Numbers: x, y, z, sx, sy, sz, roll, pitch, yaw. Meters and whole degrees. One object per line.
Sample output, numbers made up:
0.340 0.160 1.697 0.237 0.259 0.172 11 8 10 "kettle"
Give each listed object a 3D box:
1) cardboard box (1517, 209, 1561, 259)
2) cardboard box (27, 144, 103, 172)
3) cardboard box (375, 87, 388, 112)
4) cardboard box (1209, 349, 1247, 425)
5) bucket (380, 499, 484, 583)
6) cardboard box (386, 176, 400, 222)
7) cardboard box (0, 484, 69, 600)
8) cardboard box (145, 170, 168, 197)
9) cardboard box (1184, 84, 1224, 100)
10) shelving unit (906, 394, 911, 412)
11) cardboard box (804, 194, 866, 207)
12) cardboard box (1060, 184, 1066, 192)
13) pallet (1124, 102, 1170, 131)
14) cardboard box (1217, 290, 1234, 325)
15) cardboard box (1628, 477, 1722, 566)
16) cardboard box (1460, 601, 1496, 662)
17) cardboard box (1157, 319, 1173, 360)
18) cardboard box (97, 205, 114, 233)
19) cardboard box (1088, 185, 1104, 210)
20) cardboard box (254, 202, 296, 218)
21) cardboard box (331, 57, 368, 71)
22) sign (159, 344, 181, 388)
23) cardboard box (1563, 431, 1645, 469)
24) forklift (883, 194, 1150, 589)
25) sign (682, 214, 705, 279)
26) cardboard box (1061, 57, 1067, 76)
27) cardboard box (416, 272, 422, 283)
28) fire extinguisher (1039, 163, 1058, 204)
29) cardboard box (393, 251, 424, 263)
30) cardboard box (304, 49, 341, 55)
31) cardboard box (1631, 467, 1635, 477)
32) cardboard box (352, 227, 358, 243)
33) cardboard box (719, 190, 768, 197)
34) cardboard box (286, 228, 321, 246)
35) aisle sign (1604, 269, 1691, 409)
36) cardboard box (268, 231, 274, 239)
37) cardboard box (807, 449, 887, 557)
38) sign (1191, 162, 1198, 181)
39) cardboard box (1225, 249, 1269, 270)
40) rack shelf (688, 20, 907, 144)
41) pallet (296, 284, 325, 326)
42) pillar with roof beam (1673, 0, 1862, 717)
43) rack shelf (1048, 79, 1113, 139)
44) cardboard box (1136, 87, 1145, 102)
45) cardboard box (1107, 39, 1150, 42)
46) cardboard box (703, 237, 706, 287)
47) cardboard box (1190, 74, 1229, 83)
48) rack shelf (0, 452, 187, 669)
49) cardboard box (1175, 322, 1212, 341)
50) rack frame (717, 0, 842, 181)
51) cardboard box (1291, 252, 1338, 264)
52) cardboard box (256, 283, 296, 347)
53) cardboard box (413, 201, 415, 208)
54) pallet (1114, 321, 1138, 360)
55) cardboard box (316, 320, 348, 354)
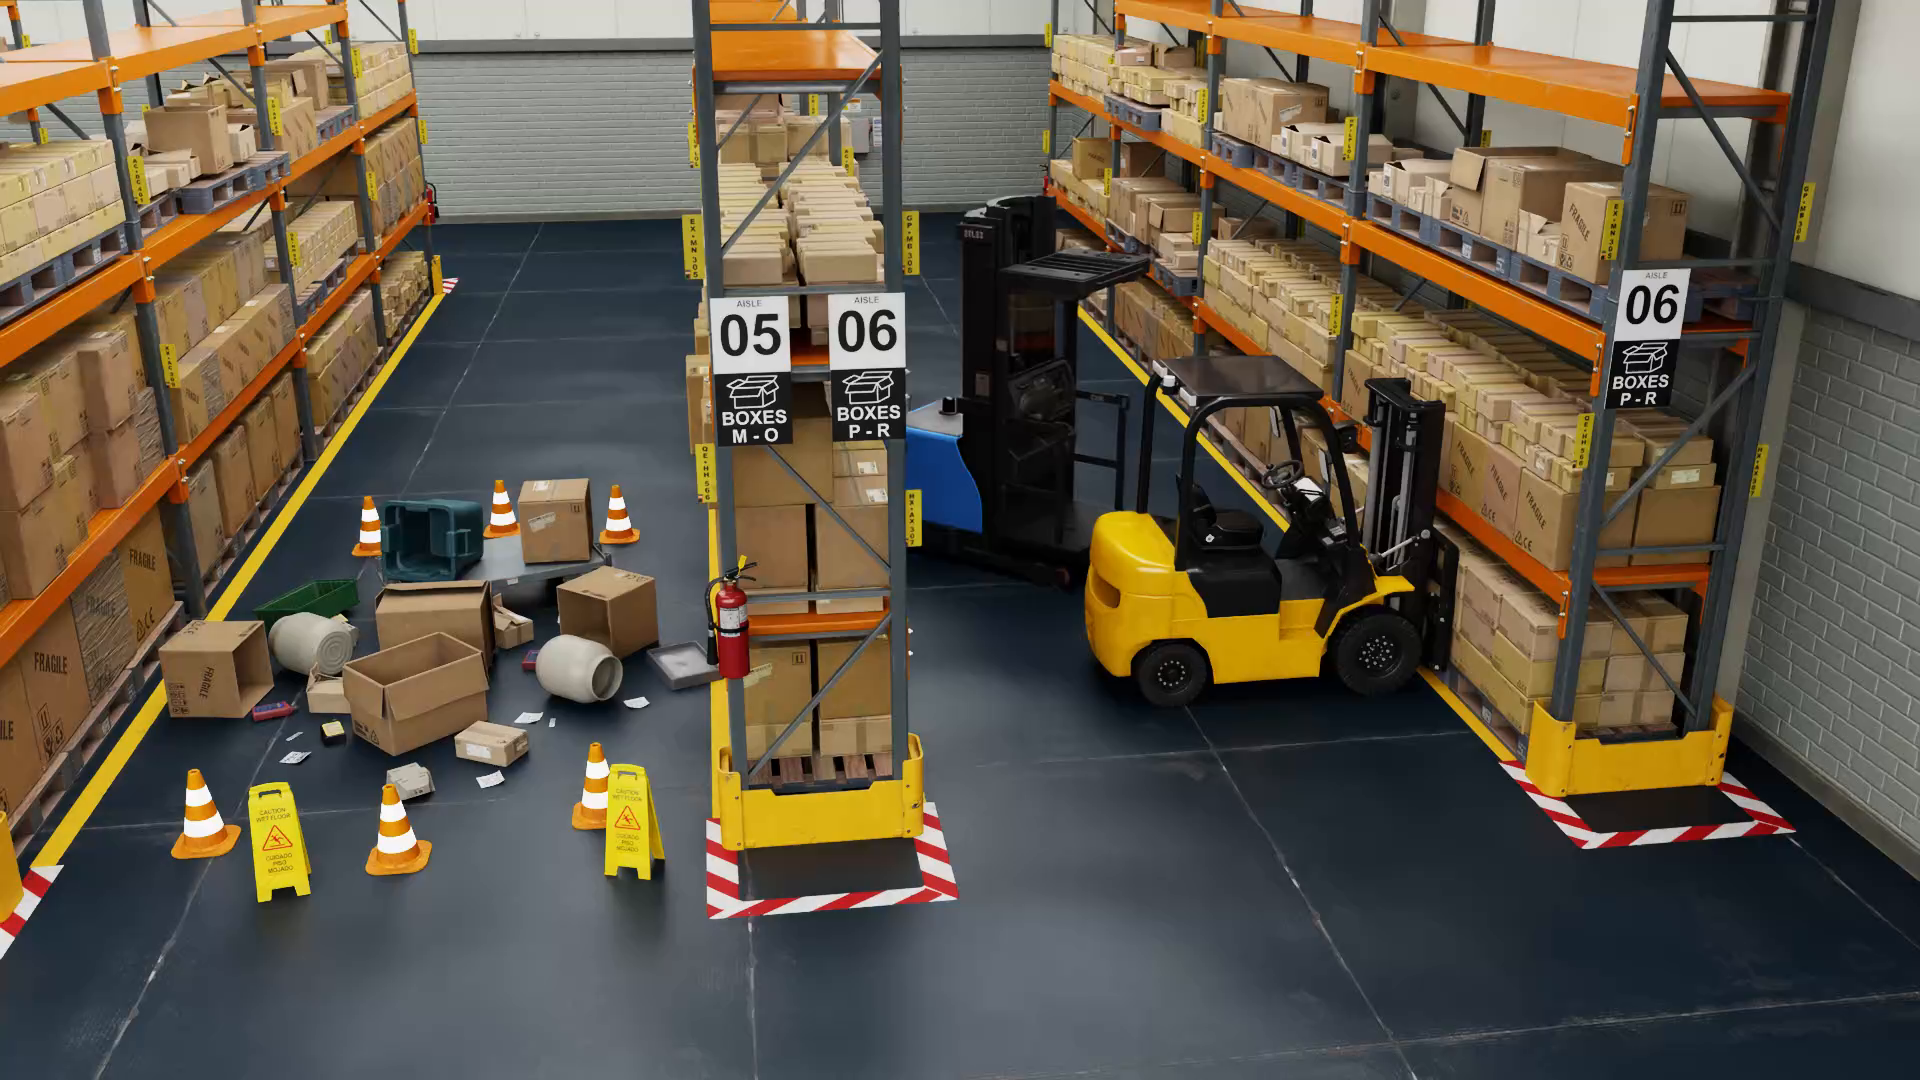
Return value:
3.658 -1.882 10.205 0.396 0.266 0.258 -3 21 -8 "cardboard box"
-5.853 -2.492 10.865 0.380 0.149 0.250 -3 21 -8 "cardboard box"
-7.353 -5.418 20.438 0.500 0.250 0.500 -2 21 -5 "cardboard box"
3.038 -1.575 17.013 0.875 0.625 0.625 -2 21 -6 "cardboard box"
-3.956 -0.033 12.599 0.726 0.611 0.620 4 11 11 "bucket"
-7.348 -4.273 20.876 0.500 0.500 0.500 -3 21 -9 "cardboard box"
-5.836 0.013 9.754 0.875 0.550 0.550 -3 21 -8 "cardboard box"
-6.161 -2.688 12.530 0.250 0.149 0.380 -3 21 -8 "cardboard box"
2.602 -4.748 17.649 0.380 0.149 0.250 -3 21 -9 "cardboard box"
-0.563 -0.669 14.367 0.189 1.200 0.258 13 24 31 "shelving unit"
-0.794 -2.101 10.560 0.380 0.149 0.250 -3 21 -7 "cardboard box"
1.666 -5.146 24.140 0.380 0.149 0.250 -2 21 -6 "cardboard box"
2.562 -4.821 18.892 1.213 0.211 1.003 -3 21 -8 "pallet"
2.851 -2.296 16.366 0.500 0.250 0.500 -3 21 -9 "cardboard box"
4.318 -0.169 10.314 0.500 0.500 0.500 -2 21 -6 "cardboard box"
3.673 0.593 11.030 0.500 0.250 0.500 -3 21 -8 "cardboard box"
2.548 -2.223 18.928 0.500 0.500 0.500 -2 21 -5 "cardboard box"
-5.852 -2.120 11.007 0.380 0.149 0.250 -3 21 -7 "cardboard box"
1.983 -4.498 21.835 0.500 0.250 0.500 -3 21 -8 "cardboard box"
-7.809 -3.754 18.962 0.380 0.149 0.250 -2 21 -5 "cardboard box"
-7.304 -5.697 19.899 0.380 0.149 0.250 -4 21 -9 "cardboard box"
-5.708 -1.257 12.018 0.100 0.325 0.005 -3 21 -8 "sign"
3.854 -0.541 9.955 0.380 0.149 0.250 -3 21 -8 "cardboard box"
0.835 -1.197 13.306 3.031 2.935 1.130 13 24 31 "forklift"
-1.349 -1.484 8.425 0.100 0.325 0.005 -3 21 -8 "sign"
1.695 -6.609 23.200 0.500 0.250 0.500 -3 21 -7 "cardboard box"
-7.552 -3.593 22.672 0.380 0.149 0.250 -4 21 -10 "cardboard box"
1.329 -5.293 24.820 0.296 0.674 0.183 -3 21 -8 "fire extinguisher"
-7.660 -3.910 23.096 0.380 0.149 0.250 -3 21 -7 "cardboard box"
-8.060 -6.122 21.037 0.380 0.149 0.250 -2 21 -6 "cardboard box"
4.224 -0.501 10.274 0.380 0.149 0.250 -3 21 -8 "cardboard box"
-7.157 -3.507 19.152 0.380 0.149 0.250 -3 21 -9 "cardboard box"
-1.409 -2.158 10.713 0.380 0.149 0.250 -3 21 -9 "cardboard box"
-6.900 -3.153 17.354 0.380 0.149 0.250 -2 21 -6 "cardboard box"
3.833 -1.117 9.279 0.394 0.787 0.004 -3 21 -8 "aisle sign"
-7.653 -3.252 18.044 0.380 0.149 0.250 -2 21 -6 "cardboard box"
-0.669 -0.229 10.048 0.500 0.500 0.500 -2 21 -6 "cardboard box"
2.933 -4.664 20.835 0.100 0.325 0.005 -3 21 -8 "sign"
2.818 -2.752 16.303 0.380 0.149 0.250 -2 21 -6 "cardboard box"
-1.085 -2.850 10.092 1.077 0.370 4.000 -3 21 -8 "rack shelf"
-7.042 -2.322 16.495 1.213 0.211 1.003 -3 21 -8 "pallet"
0.646 -2.817 8.971 9.100 9.000 0.400 -3 21 -8 "pillar with roof beam"
2.096 -5.853 22.414 1.077 0.370 4.000 -3 21 -8 "rack shelf"
2.211 -5.058 18.873 0.380 0.149 0.250 -2 21 -6 "cardboard box"
2.307 -6.687 22.696 0.500 0.250 0.500 -3 21 -7 "cardboard box"
-1.288 -1.677 9.995 0.500 0.250 0.500 -2 21 -6 "cardboard box"
2.791 -5.132 18.648 0.380 0.149 0.250 -2 21 -6 "cardboard box"
-5.969 0.244 10.379 1.077 0.370 4.000 -3 21 -8 "rack shelf"
2.569 -2.288 18.174 0.380 0.149 0.250 -4 21 -11 "cardboard box"
-1.373 -3.881 11.819 1.000 3.000 0.127 -3 21 -8 "rack frame"
3.438 -2.696 16.152 0.380 0.149 0.250 -3 21 -9 "cardboard box"
-6.503 -2.075 15.416 0.500 0.500 0.500 -3 21 -8 "cardboard box"
-7.611 -4.550 22.545 0.380 0.149 0.250 -3 21 -8 "cardboard box"
2.539 -2.506 20.698 1.003 0.211 1.213 -3 21 -8 "pallet"
-6.825 -2.146 17.650 0.500 0.250 0.500 -3 21 -7 "cardboard box"
